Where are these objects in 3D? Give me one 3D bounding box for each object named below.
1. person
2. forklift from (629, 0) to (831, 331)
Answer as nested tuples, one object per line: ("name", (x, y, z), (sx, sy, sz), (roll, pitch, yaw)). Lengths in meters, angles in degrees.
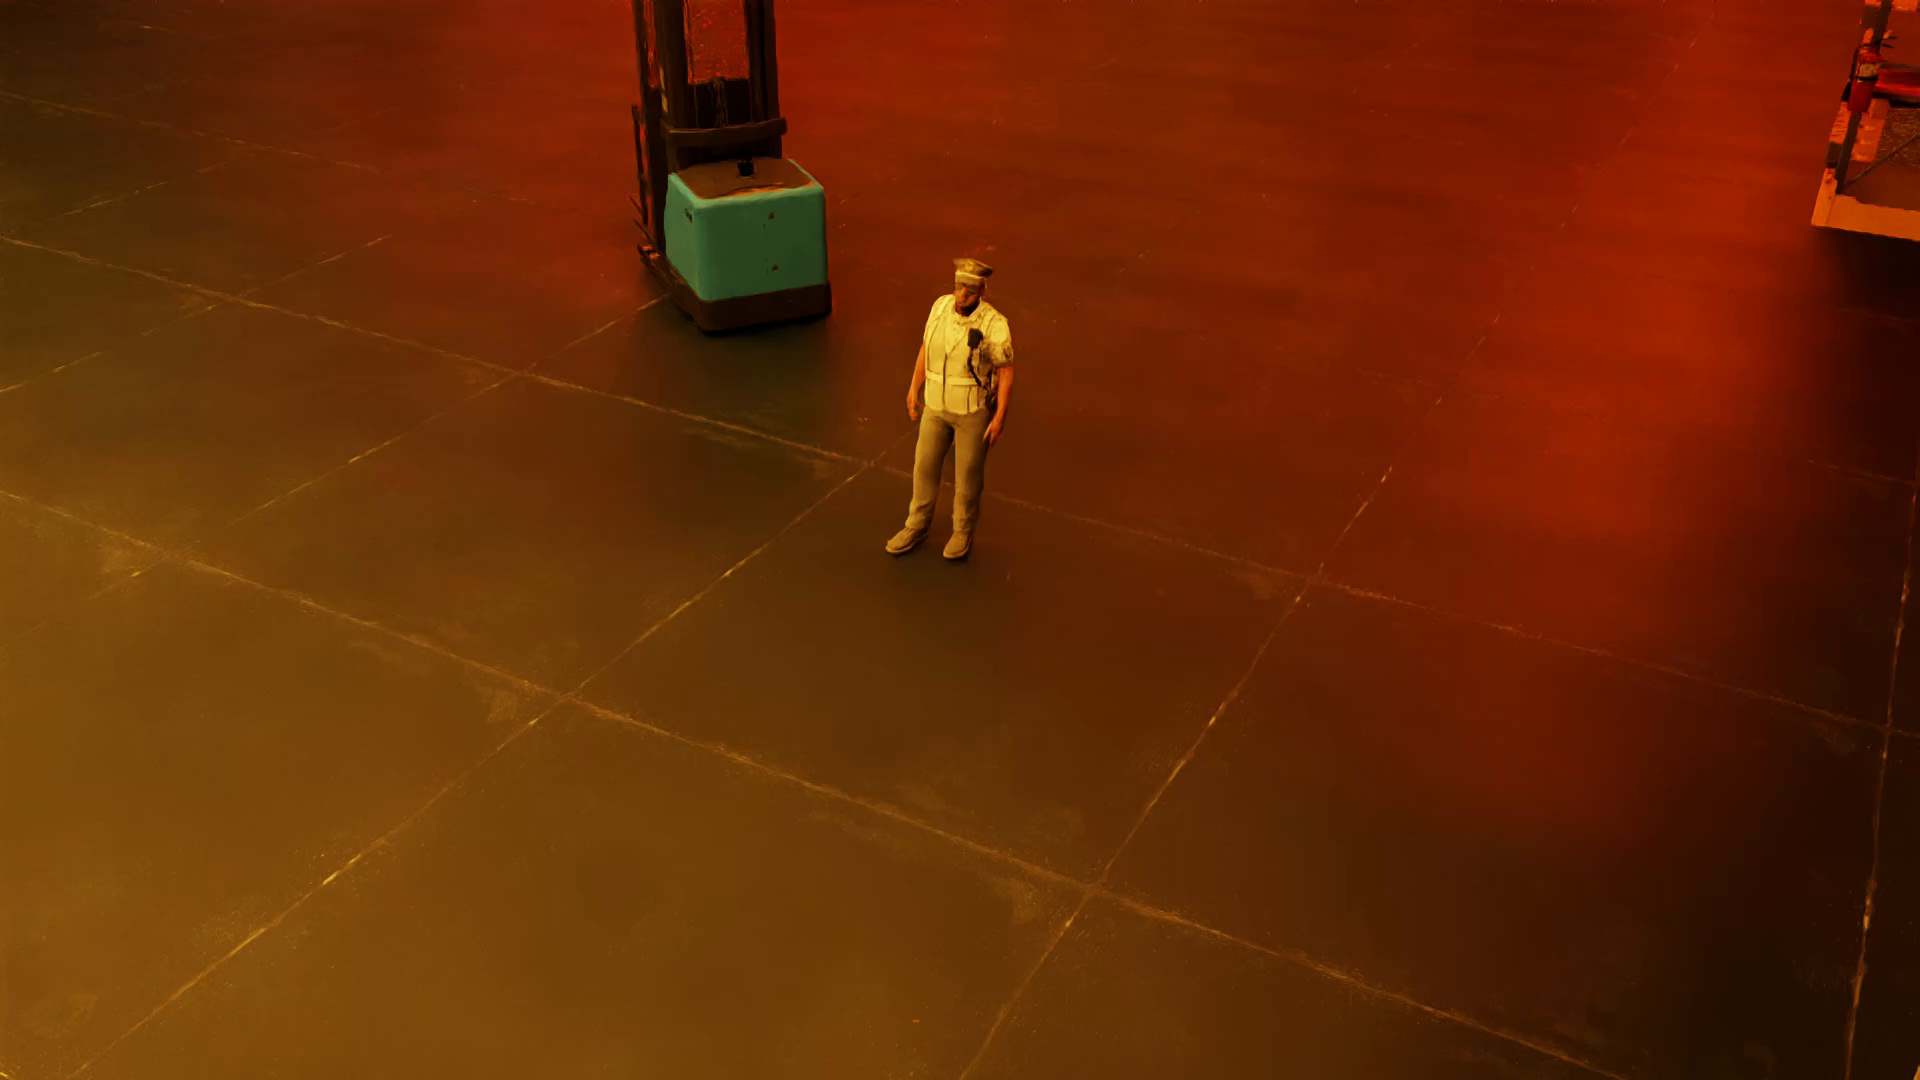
("person", (-0.048, -0.747, 9.500), (0.640, 1.781, 0.574), (15, 33, 25))
("forklift", (-2.060, -3.576, 13.267), (1.130, 2.935, 3.031), (-12, 32, -20))
